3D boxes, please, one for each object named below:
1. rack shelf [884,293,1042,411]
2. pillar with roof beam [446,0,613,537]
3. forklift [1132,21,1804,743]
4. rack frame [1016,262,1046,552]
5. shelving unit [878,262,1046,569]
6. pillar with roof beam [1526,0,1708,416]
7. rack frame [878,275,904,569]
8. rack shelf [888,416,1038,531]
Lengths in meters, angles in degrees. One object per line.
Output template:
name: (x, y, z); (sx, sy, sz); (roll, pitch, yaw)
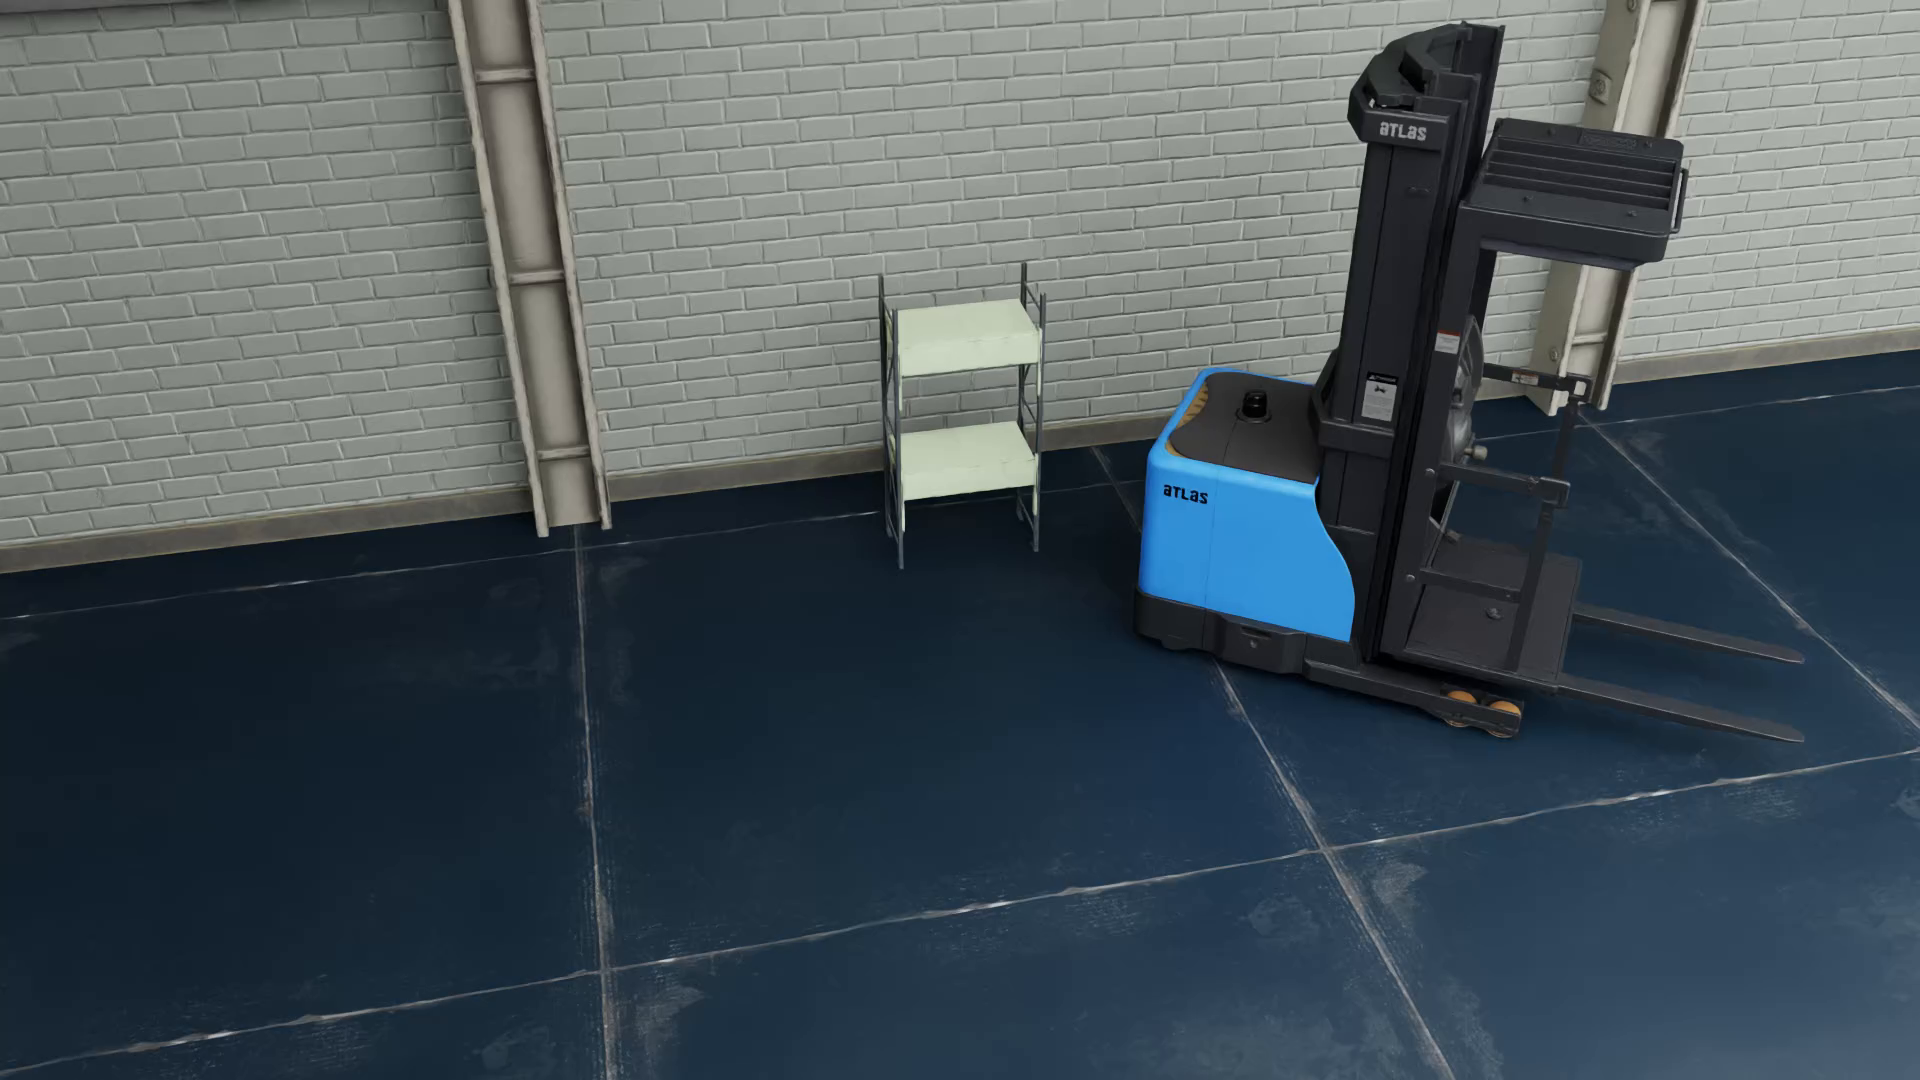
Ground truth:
rack shelf: (0.007, -0.948, 8.339); (0.720, 0.370, 0.431); (-7, 35, -11)
pillar with roof beam: (-1.174, -1.519, 3.162); (0.400, 9.000, 9.100); (-7, 35, -11)
forklift: (2.419, -0.649, 7.310); (3.031, 2.935, 1.130); (13, 36, 19)
rack frame: (0.363, -0.669, 8.623); (0.023, 1.500, 0.400); (-7, 35, -11)
shelving unit: (0.007, -0.624, 8.556); (0.755, 1.500, 0.431); (-7, 35, -11)
pillar with roof beam: (4.679, -2.257, 4.261); (0.400, 9.000, 9.100); (-7, 35, -11)
rack frame: (-0.350, -0.579, 8.489); (0.023, 1.500, 0.400); (-7, 35, -11)
rack shelf: (0.007, -0.353, 8.738); (0.720, 0.370, 0.431); (-7, 35, -11)
